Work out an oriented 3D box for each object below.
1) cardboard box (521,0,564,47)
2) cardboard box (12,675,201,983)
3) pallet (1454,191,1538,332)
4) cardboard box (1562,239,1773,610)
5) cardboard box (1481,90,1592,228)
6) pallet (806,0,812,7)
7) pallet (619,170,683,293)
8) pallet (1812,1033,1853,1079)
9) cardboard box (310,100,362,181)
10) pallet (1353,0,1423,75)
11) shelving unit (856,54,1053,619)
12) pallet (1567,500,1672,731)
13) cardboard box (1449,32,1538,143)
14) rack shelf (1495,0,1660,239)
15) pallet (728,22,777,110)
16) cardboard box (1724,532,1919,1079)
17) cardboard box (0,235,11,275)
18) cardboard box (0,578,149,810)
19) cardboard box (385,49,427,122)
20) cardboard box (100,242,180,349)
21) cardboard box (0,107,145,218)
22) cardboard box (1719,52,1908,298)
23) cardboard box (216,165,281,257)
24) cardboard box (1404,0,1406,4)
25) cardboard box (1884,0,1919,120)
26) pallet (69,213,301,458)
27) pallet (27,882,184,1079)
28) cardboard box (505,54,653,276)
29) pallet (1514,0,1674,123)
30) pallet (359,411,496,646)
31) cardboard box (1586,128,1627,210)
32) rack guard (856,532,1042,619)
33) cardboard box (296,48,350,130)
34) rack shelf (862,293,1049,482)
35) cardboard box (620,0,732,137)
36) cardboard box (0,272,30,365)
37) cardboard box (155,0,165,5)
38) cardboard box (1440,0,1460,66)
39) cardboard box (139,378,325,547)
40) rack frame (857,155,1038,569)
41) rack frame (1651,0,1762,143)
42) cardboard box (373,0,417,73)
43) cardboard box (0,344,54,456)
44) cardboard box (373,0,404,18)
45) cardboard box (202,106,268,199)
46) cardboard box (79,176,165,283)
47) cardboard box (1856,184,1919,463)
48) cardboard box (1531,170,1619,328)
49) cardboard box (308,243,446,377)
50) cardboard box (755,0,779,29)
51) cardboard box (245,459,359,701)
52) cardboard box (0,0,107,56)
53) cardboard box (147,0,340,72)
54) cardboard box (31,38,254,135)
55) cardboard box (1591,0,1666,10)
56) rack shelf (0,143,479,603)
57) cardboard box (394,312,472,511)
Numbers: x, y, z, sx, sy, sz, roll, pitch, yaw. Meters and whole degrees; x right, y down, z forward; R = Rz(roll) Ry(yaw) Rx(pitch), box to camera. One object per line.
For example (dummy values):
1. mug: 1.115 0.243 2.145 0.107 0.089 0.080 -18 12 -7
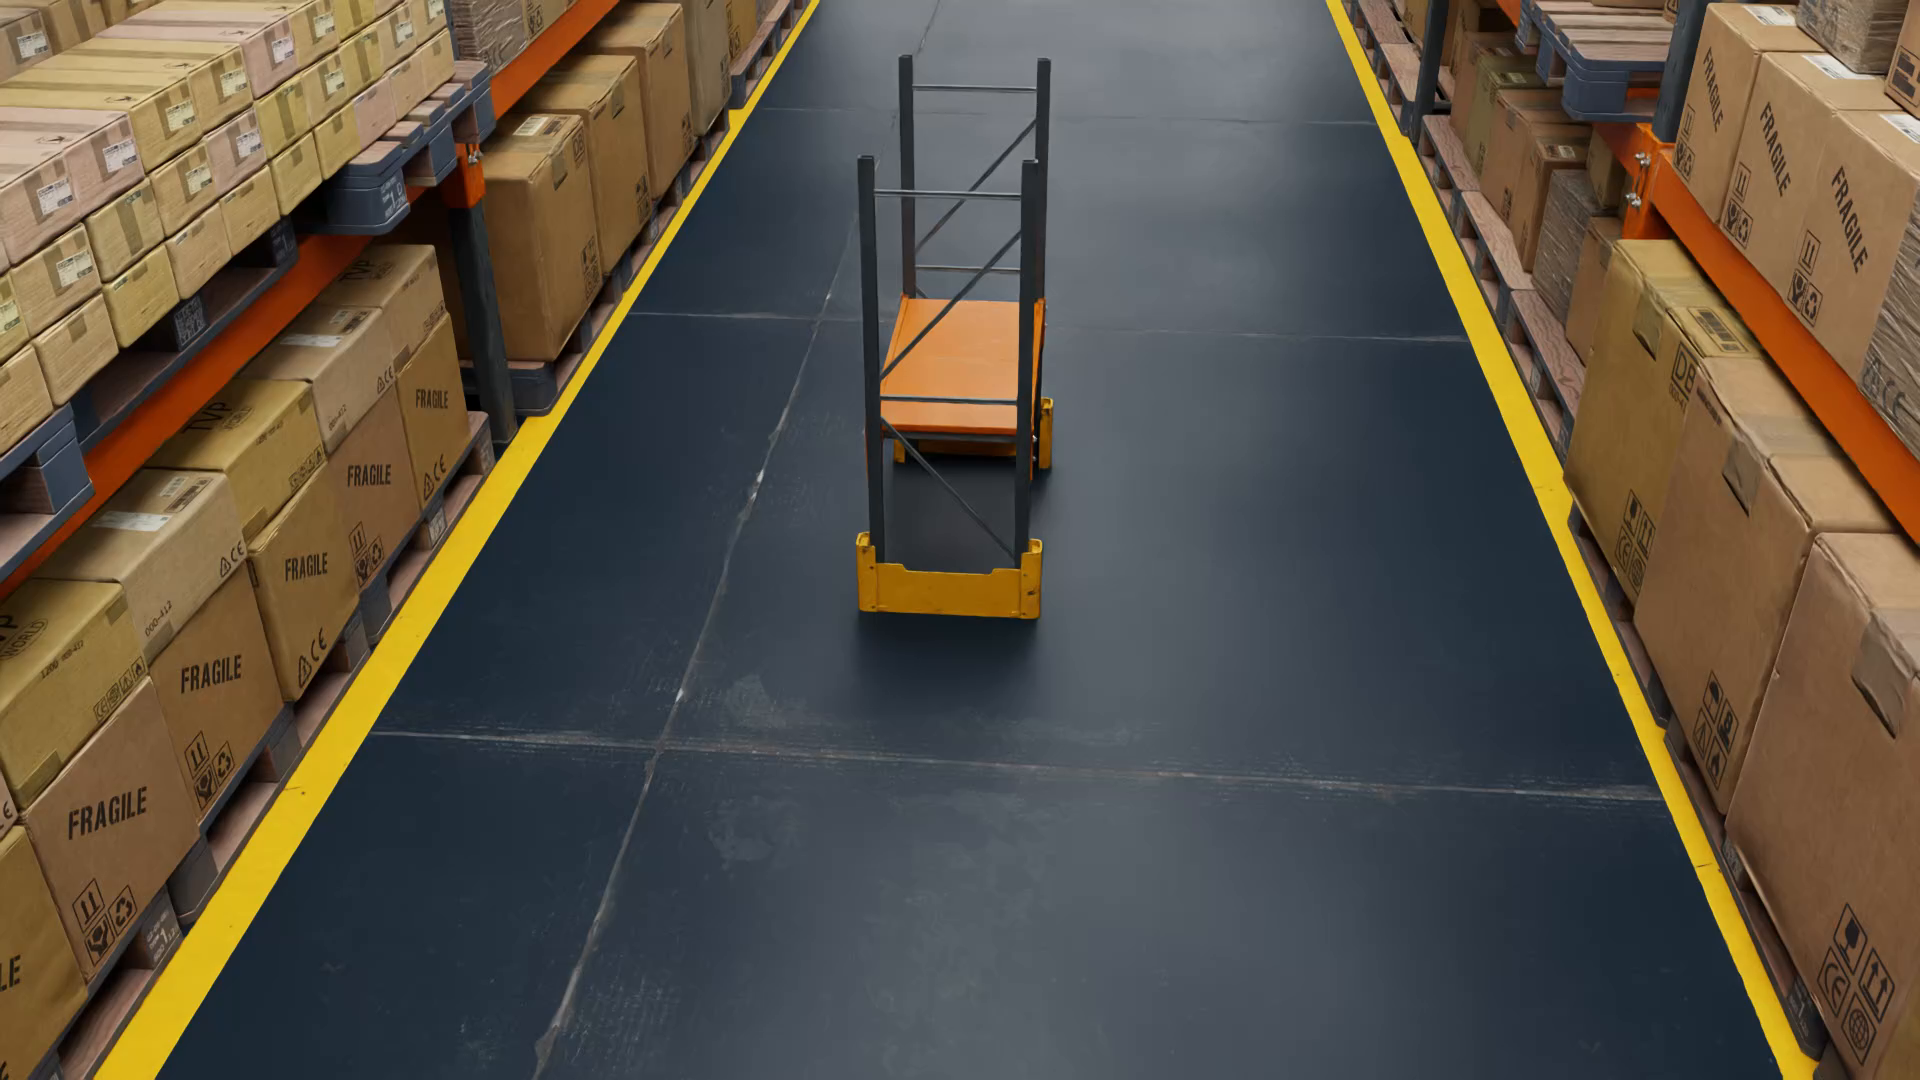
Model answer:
1. cardboard box: -1.866 -2.218 6.395 0.500 0.500 0.500 2 32 4
2. cardboard box: -2.170 0.639 3.836 0.500 0.500 0.500 4 32 6
3. pallet: 2.892 -1.279 7.625 1.003 0.211 1.213 2 32 4
4. cardboard box: 2.648 -0.336 5.061 1.225 0.875 0.875 1 32 2
5. cardboard box: 2.877 -1.775 7.734 0.700 0.500 0.500 0 32 0
6. pallet: -1.546 -4.261 12.463 1.003 0.211 1.213 2 32 4
7. pallet: -1.969 -1.544 8.055 1.003 0.211 1.213 2 32 4
8. pallet: 2.387 1.450 3.195 1.003 0.211 1.213 2 32 4
9. cardboard box: -1.859 -1.086 4.492 0.380 0.149 0.250 2 32 3
10. pallet: 3.167 -3.318 10.934 1.003 0.211 1.213 2 32 4
11. shelving unit: 0.006 -0.678 5.421 0.587 1.500 1.083 2 32 4
12. pallet: 2.586 0.175 5.266 1.003 0.211 1.213 2 32 4
13. cardboard box: 2.979 -2.316 8.613 0.700 0.500 0.500 0 32 0
14. rack shelf: 2.888 -2.161 7.083 1.077 0.370 4.000 2 32 4
15. pallet: -1.745 -2.985 10.393 1.003 0.211 1.213 2 32 4
16. cardboard box: 2.504 0.593 3.554 1.225 0.875 0.875 1 32 2
17. cardboard box: -1.982 -0.517 3.001 0.380 0.149 0.250 2 32 3
18. cardboard box: -2.171 0.318 3.643 0.500 0.250 0.500 3 32 5
19. cardboard box: -1.814 -1.351 4.922 0.380 0.149 0.250 2 32 4
20. cardboard box: -1.944 -0.536 3.600 0.380 0.149 0.250 2 32 3
21. cardboard box: -1.941 -0.782 3.432 0.380 0.149 0.250 4 32 6
22. cardboard box: 2.375 -0.952 4.340 0.500 0.500 0.500 2 32 3
23. cardboard box: -1.902 -0.810 4.045 0.380 0.149 0.250 3 32 5
24. cardboard box: 3.225 -3.753 10.963 0.500 0.500 0.500 5 32 9
25. cardboard box: 2.594 -1.169 3.736 0.797 0.503 0.637 3 32 5
26. pallet: -2.330 -0.568 3.995 1.003 0.211 1.213 2 32 4
27. pallet: -2.474 1.185 3.625 1.003 0.211 1.213 2 32 4
28. cardboard box: -2.003 -1.679 7.360 1.050 0.750 0.750 3 32 5
29. pallet: 2.677 -1.717 5.860 1.213 0.211 1.003 2 32 4
30. pallet: -2.275 -0.091 5.696 1.003 0.211 1.213 2 32 4
31. cardboard box: 2.783 -1.493 6.563 0.500 0.250 0.500 6 32 10
32. rack guard: -0.034 0.114 5.327 0.587 0.250 0.087 2 32 4
33. cardboard box: -1.856 -1.199 4.392 0.380 0.149 0.250 3 32 4
34. rack shelf: 0.007 -0.530 5.523 0.538 0.185 1.000 2 32 4
35. cardboard box: -1.845 -2.670 8.968 1.050 0.750 0.750 2 32 4
36. cardboard box: -1.985 -0.386 3.073 0.380 0.149 0.250 1 32 2
37. cardboard box: -2.460 -1.637 4.820 0.380 0.149 0.250 2 32 3
38. cardboard box: 3.162 -3.135 9.960 0.500 0.500 0.500 13 34 19
39. cardboard box: -2.092 -0.222 4.518 0.500 0.250 0.500 3 32 5
40. rack frame: -0.034 -0.417 4.998 0.500 1.500 0.032 2 32 4
41. rack frame: 2.725 -1.422 5.198 1.000 3.000 0.127 2 32 4
42. cardboard box: -1.817 -1.467 4.828 0.380 0.149 0.250 4 32 6
43. cardboard box: -1.983 -0.260 3.152 0.380 0.149 0.250 3 32 4
44. cardboard box: -1.816 -1.604 4.766 0.380 0.149 0.250 2 32 3
45. cardboard box: -1.899 -0.932 3.960 0.380 0.149 0.250 3 32 5
46. cardboard box: -1.943 -0.666 3.527 0.380 0.149 0.250 2 32 3
47. cardboard box: 2.294 -0.422 3.481 0.500 0.500 0.500 3 32 4
48. cardboard box: 2.792 -1.187 6.779 0.700 0.500 0.500 0 32 0
49. cardboard box: -2.005 -0.751 5.378 0.500 0.250 0.500 2 32 3
50. cardboard box: -1.694 -3.850 10.762 0.875 0.875 0.875 3 32 4
51. cardboard box: -2.076 0.103 4.706 0.500 0.500 0.500 1 32 2
52. cardboard box: -2.507 -1.371 4.387 0.380 0.149 0.250 1 32 2
53. cardboard box: -1.855 -1.328 4.317 0.380 0.149 0.250 3 32 5
54. cardboard box: -1.901 -1.059 3.882 0.380 0.149 0.250 4 32 6
55. cardboard box: 2.675 -2.223 6.003 0.700 0.500 0.500 7 32 11
56. rack shelf: -2.373 -0.334 4.119 1.077 0.370 4.000 2 32 4
57. cardboard box: -2.003 -0.446 5.596 0.500 0.500 0.500 2 32 4
